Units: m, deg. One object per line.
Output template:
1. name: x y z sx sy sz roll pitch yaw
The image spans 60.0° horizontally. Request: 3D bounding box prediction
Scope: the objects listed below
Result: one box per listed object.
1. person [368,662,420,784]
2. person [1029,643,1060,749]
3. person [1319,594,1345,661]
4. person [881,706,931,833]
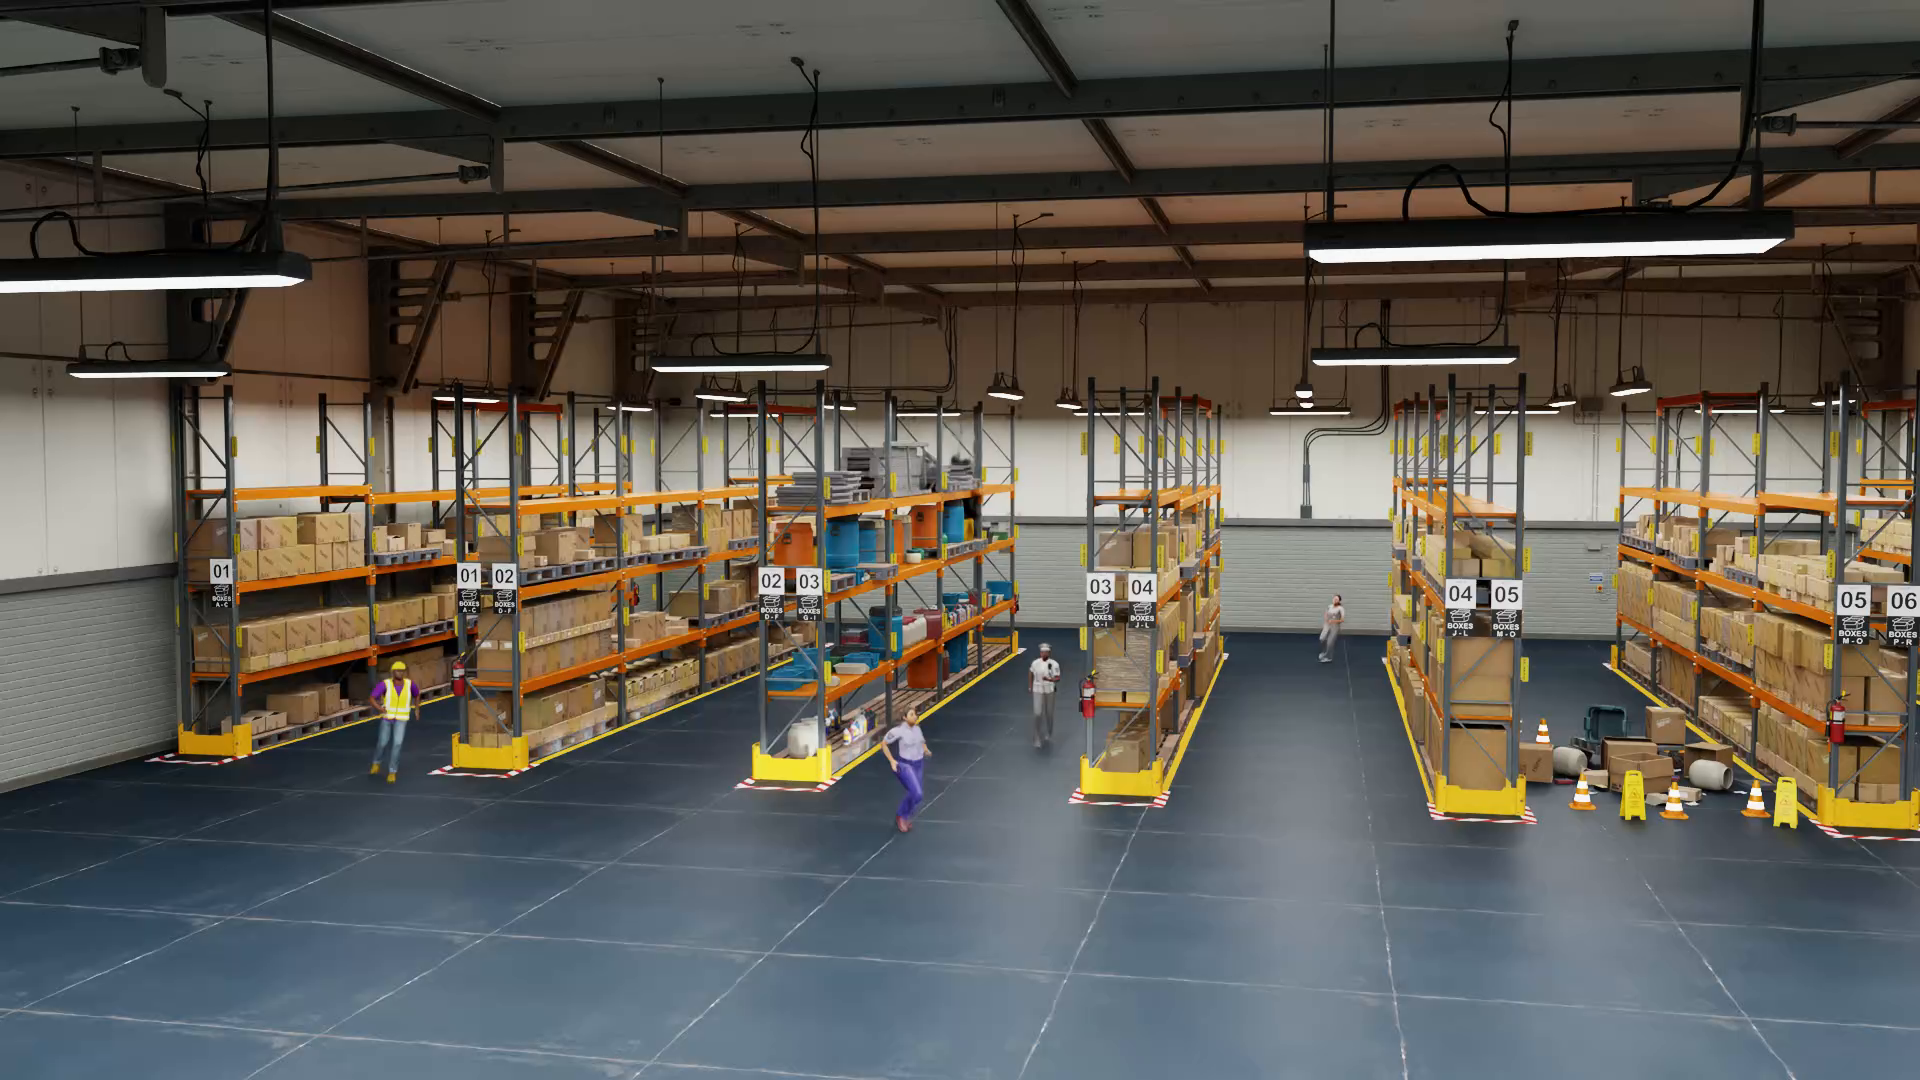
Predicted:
1. person: -8.514 2.717 25.077 0.758 1.766 0.915 -1 3 -23
2. person: 1.411 2.599 27.878 0.543 1.758 0.747 0 3 6
3. person: 8.612 2.041 38.462 0.603 1.590 0.634 2 4 36
4. person: -0.634 2.976 21.568 0.628 1.625 0.587 3 4 39
